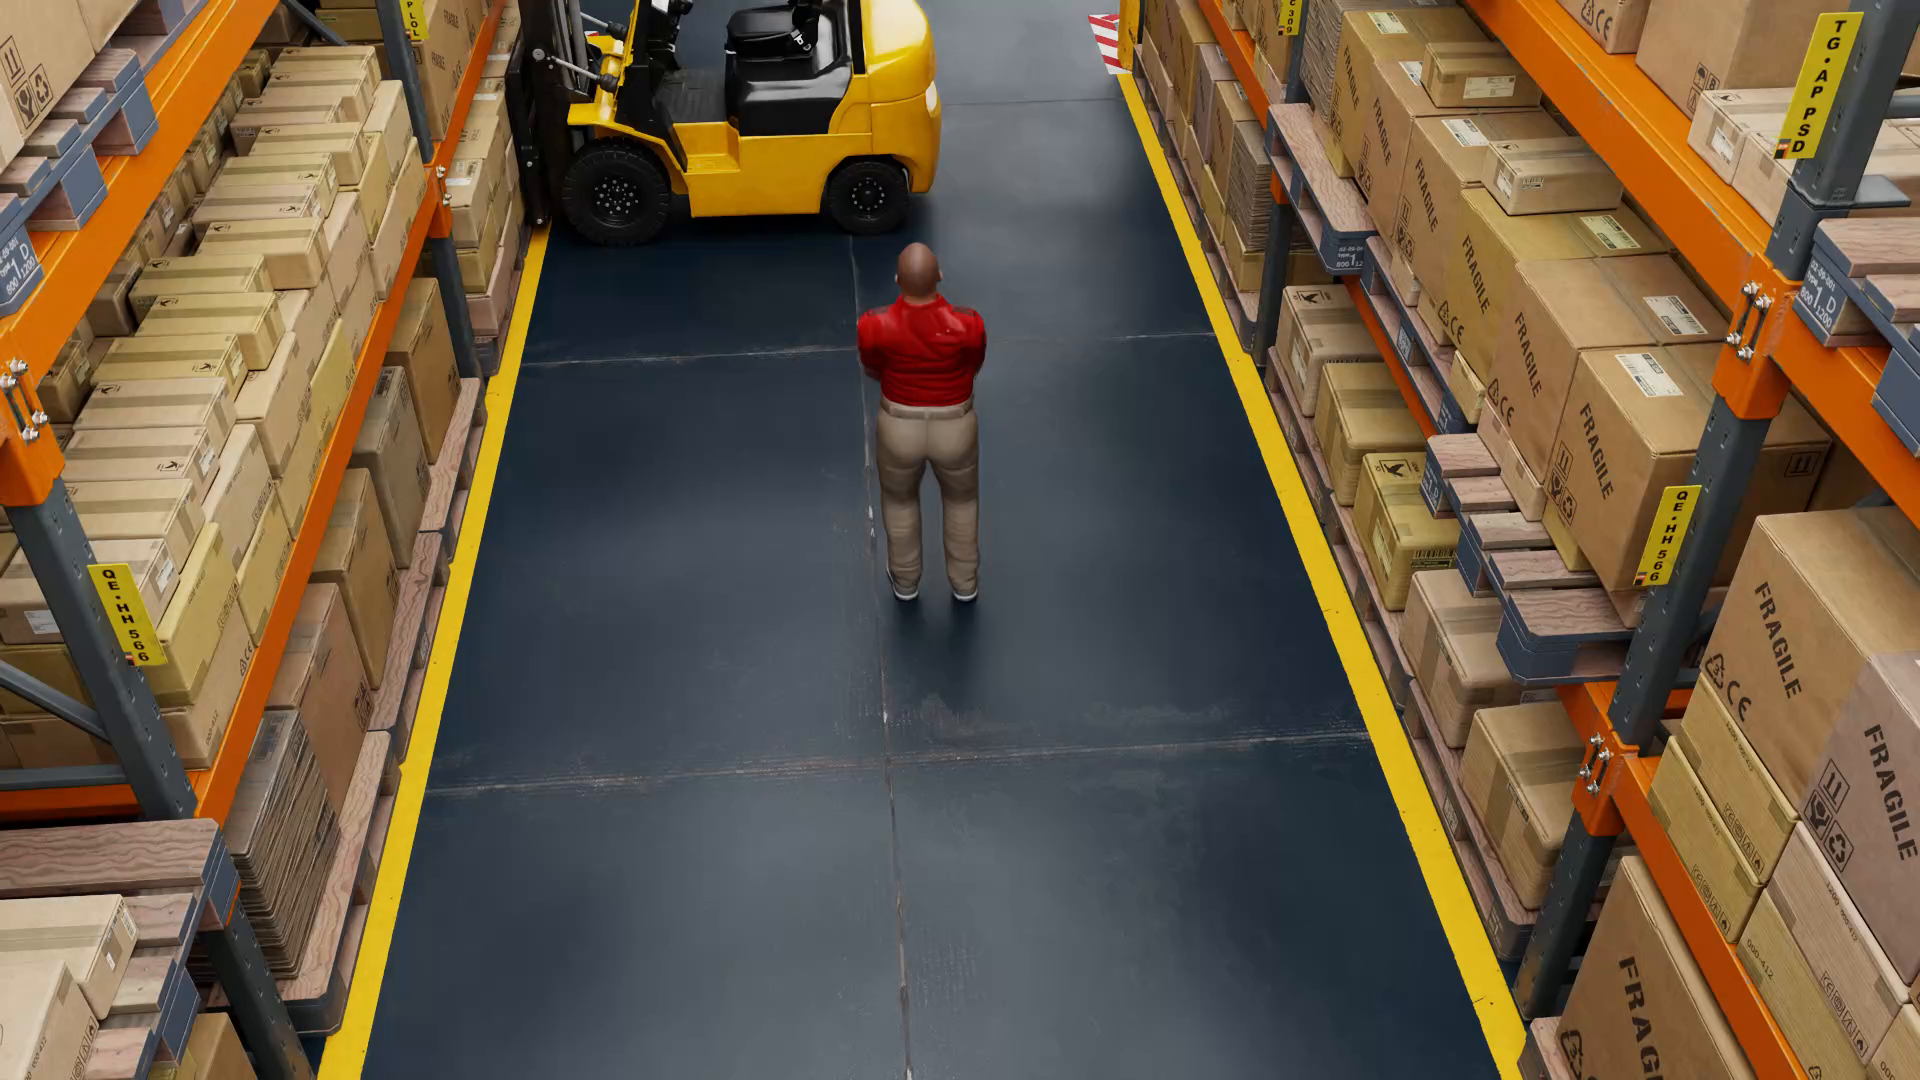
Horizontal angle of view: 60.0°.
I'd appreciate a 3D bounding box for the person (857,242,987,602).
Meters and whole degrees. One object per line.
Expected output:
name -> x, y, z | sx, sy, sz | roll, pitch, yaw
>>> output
person -> -0.147, -0.508, 6.798 | 0.501, 1.723, 0.527 | 0, 39, 0
